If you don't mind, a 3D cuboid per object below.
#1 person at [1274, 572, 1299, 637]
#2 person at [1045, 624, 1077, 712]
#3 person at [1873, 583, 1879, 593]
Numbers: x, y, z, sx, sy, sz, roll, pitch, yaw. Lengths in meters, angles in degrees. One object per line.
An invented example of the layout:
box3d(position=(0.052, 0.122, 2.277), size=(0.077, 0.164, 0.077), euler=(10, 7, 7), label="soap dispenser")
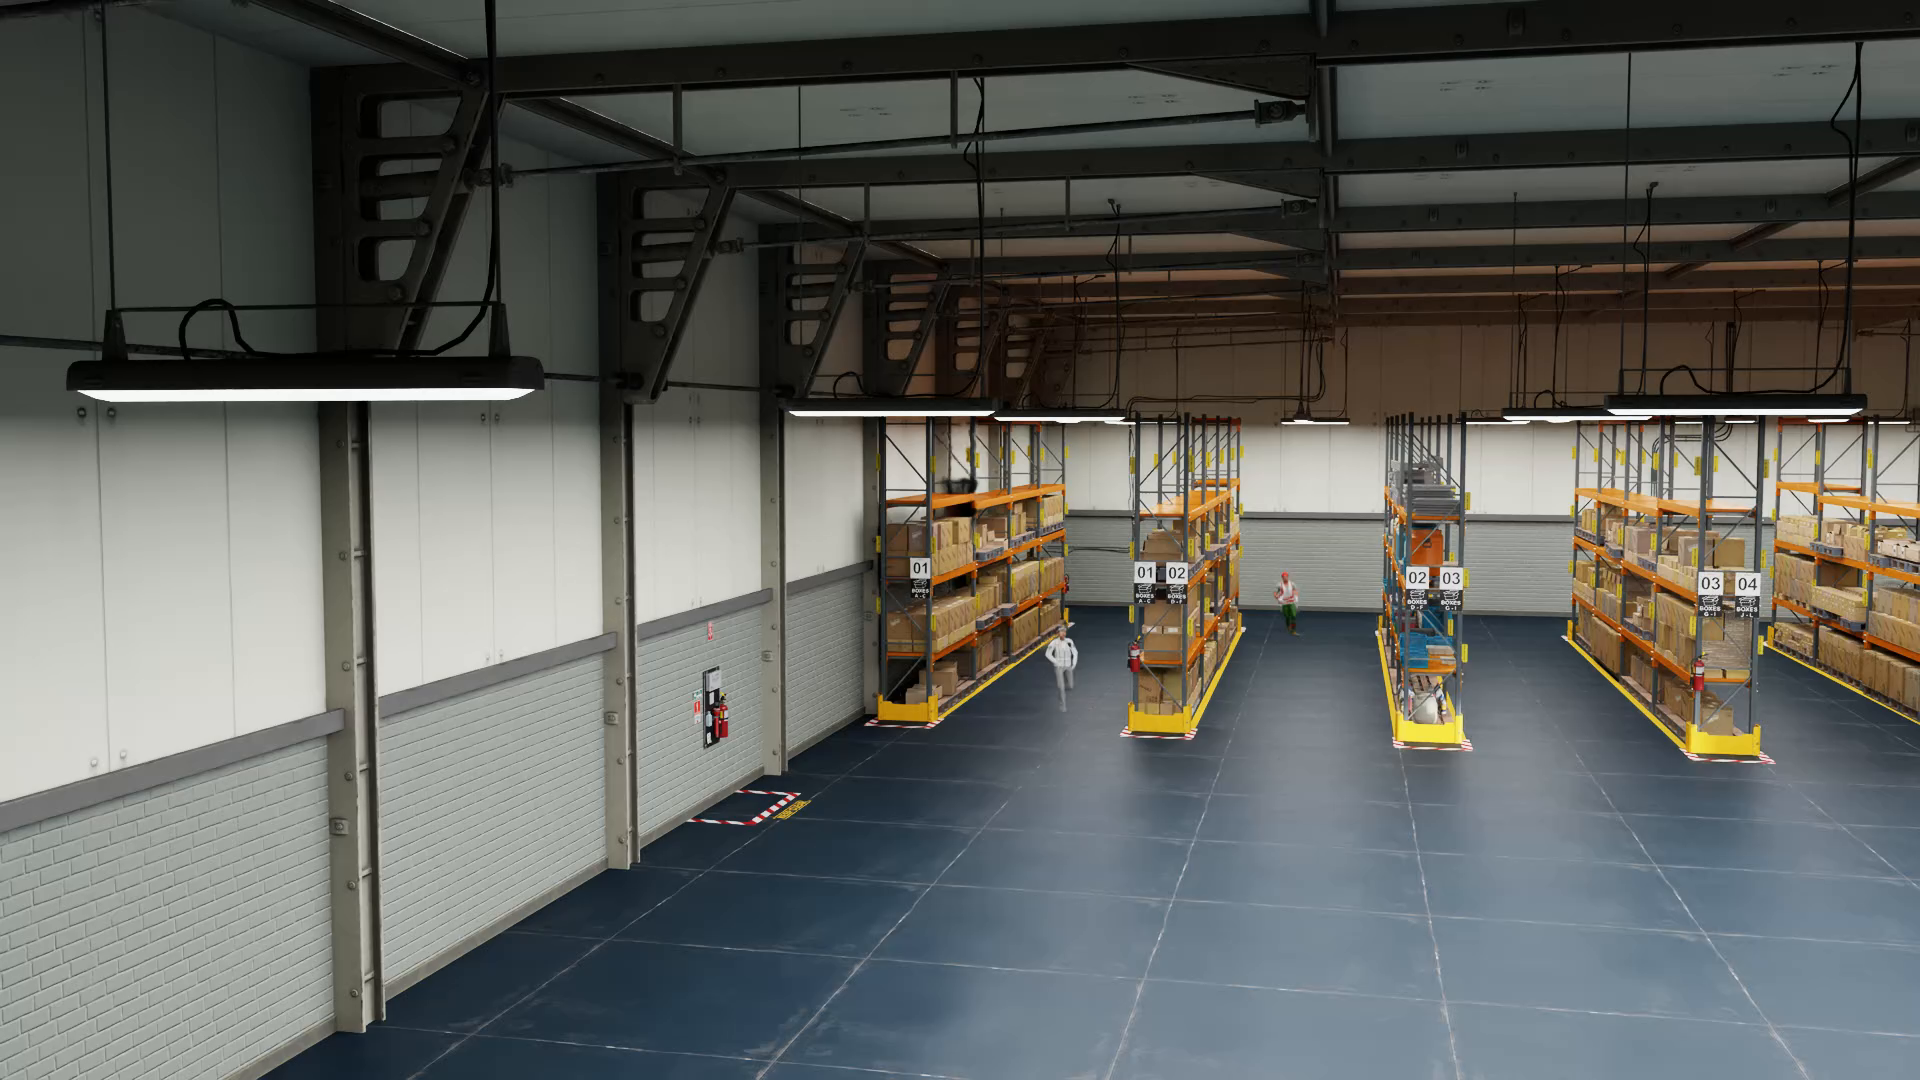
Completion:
box3d(position=(9.012, 1.757, 45.925), size=(0.705, 1.754, 0.829), euler=(0, 4, 0), label="person")
box3d(position=(1.971, 2.451, 32.059), size=(0.663, 1.669, 0.530), euler=(-1, 4, -16), label="person")
box3d(position=(24.262, 1.954, 44.107), size=(0.769, 1.624, 0.607), euler=(0, 4, 5), label="person")
